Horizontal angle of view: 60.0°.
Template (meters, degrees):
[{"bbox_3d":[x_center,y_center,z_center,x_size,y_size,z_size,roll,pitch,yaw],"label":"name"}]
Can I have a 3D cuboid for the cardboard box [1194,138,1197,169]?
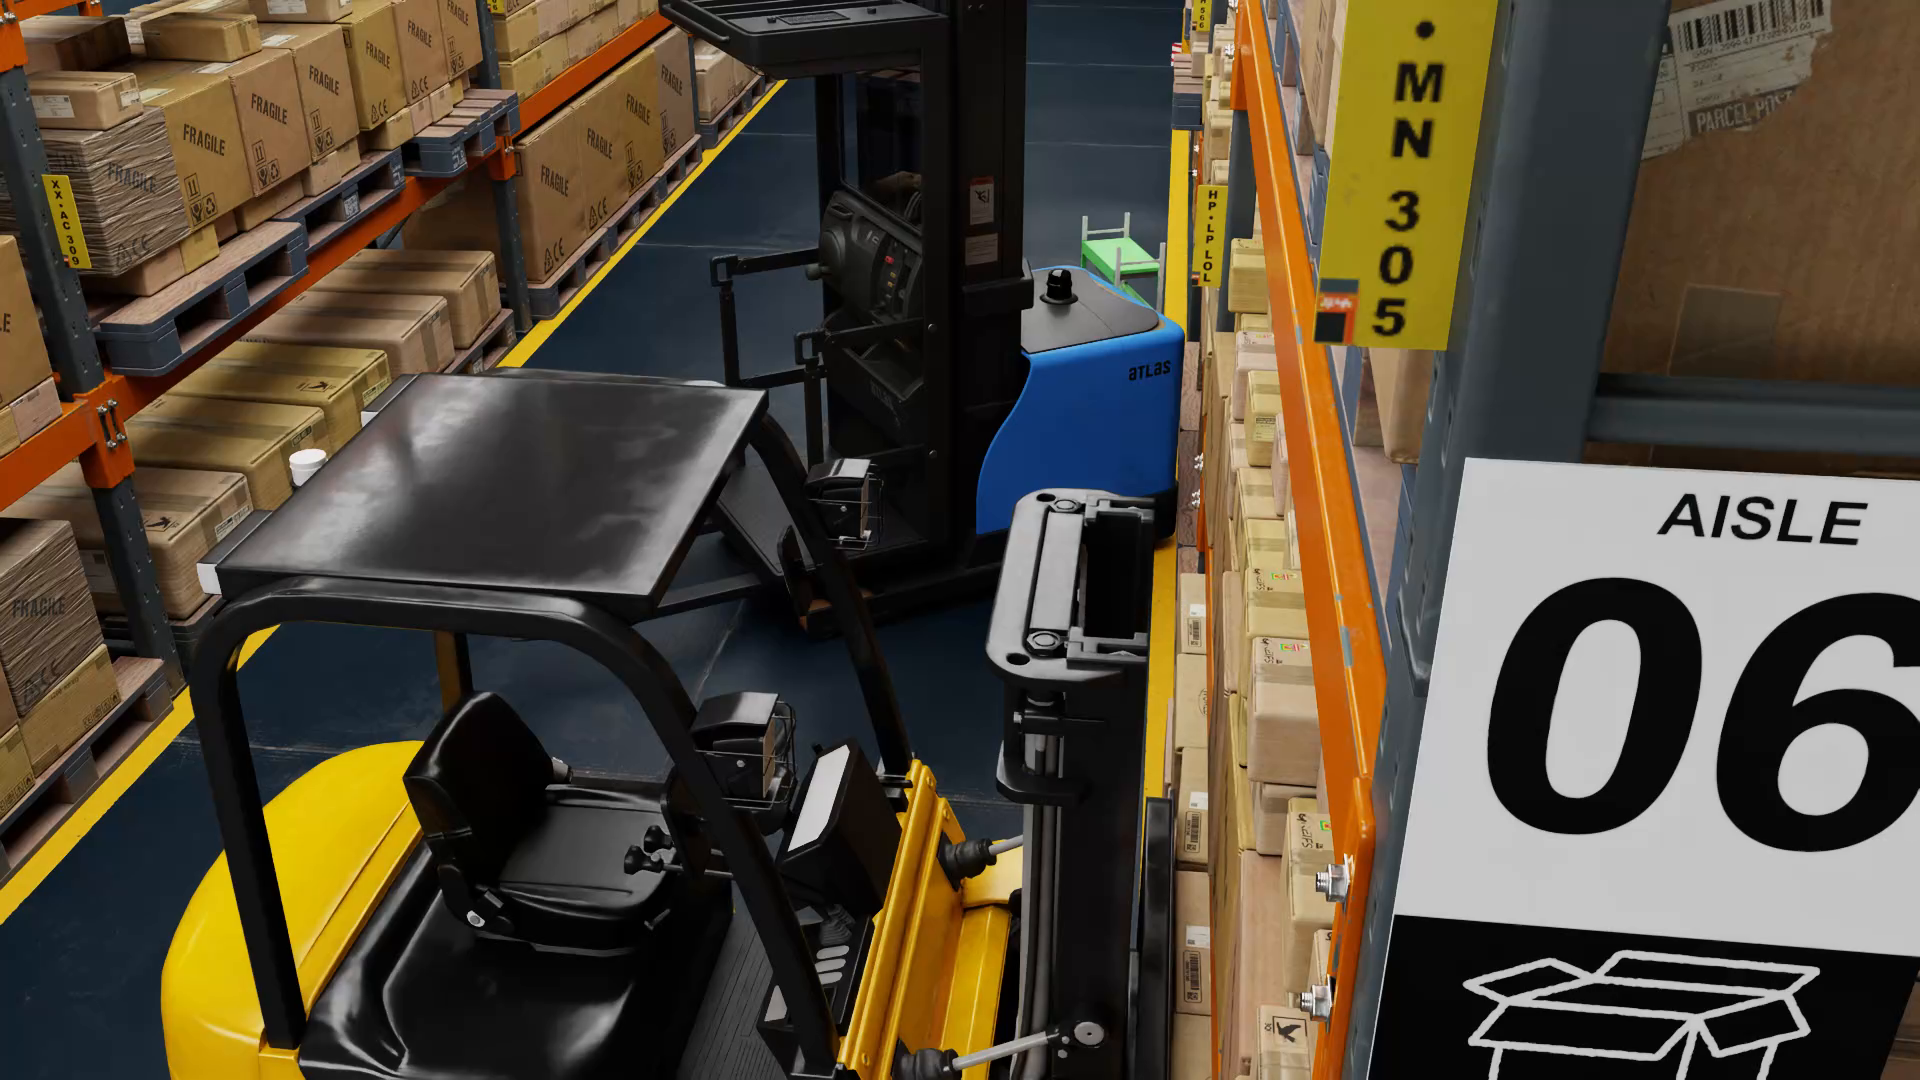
[{"bbox_3d":[1.967,-2.833,12.039,0.500,0.500,0.500,3,28,6],"label":"cardboard box"}]

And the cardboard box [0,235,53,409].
[{"bbox_3d":[-3.409,-0.687,5.443,0.500,0.500,0.500,3,28,5],"label":"cardboard box"}]

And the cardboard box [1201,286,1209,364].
[{"bbox_3d":[1.183,-0.872,6.364,0.500,0.250,0.500,3,28,6],"label":"cardboard box"}]

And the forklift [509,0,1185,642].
[{"bbox_3d":[-0.558,-1.159,6.811,3.031,2.935,1.130,-13,31,-23],"label":"forklift"}]

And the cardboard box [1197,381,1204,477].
[{"bbox_3d":[1.571,-0.553,7.675,0.875,0.625,0.625,2,28,4],"label":"cardboard box"}]

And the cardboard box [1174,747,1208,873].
[{"bbox_3d":[0.832,0.821,4.465,0.500,0.250,0.500,4,29,8],"label":"cardboard box"}]

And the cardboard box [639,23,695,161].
[{"bbox_3d":[-2.618,-3.454,12.796,0.875,0.875,0.875,4,29,8],"label":"cardboard box"}]

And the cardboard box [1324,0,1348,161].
[{"bbox_3d":[0.666,-0.583,2.101,0.396,0.266,0.258,3,29,6],"label":"cardboard box"}]

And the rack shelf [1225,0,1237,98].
[{"bbox_3d":[1.570,-2.394,6.627,1.077,0.370,4.000,3,28,6],"label":"rack shelf"}]

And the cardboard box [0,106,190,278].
[{"bbox_3d":[-3.259,-1.299,6.137,0.500,0.500,0.500,4,29,7],"label":"cardboard box"}]

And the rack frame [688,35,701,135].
[{"bbox_3d":[-2.621,-4.501,12.942,1.000,3.000,0.127,3,28,6],"label":"rack frame"}]

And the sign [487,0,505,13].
[{"bbox_3d":[-2.572,-3.066,9.141,0.100,0.325,0.005,3,28,6],"label":"sign"}]

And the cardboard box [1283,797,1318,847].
[{"bbox_3d":[0.736,0.568,2.743,0.380,0.149,0.250,3,28,6],"label":"cardboard box"}]

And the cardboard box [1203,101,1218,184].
[{"bbox_3d":[1.374,-1.810,7.578,0.500,0.250,0.500,3,28,5],"label":"cardboard box"}]

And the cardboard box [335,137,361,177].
[{"bbox_3d":[-3.029,-1.791,7.733,0.380,0.149,0.250,2,28,5],"label":"cardboard box"}]

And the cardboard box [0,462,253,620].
[{"bbox_3d":[-3.540,-0.010,6.935,0.950,0.372,0.625,4,29,7],"label":"cardboard box"}]

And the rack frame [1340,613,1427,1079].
[{"bbox_3d":[0.835,1.434,1.925,1.000,3.000,0.127,3,28,6],"label":"rack frame"}]

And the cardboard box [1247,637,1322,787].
[{"bbox_3d":[0.700,0.308,2.912,0.380,0.149,0.250,4,29,7],"label":"cardboard box"}]

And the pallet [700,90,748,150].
[{"bbox_3d":[-2.450,-3.627,14.260,1.003,0.211,1.213,3,28,6],"label":"pallet"}]

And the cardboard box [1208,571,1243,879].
[{"bbox_3d":[0.821,0.421,3.700,0.500,0.500,0.500,4,29,7],"label":"cardboard box"}]

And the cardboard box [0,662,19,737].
[{"bbox_3d":[-3.468,0.494,5.337,0.500,0.500,0.500,4,29,7],"label":"cardboard box"}]

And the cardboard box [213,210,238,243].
[{"bbox_3d":[-3.222,-1.306,6.834,0.380,0.149,0.250,5,29,9],"label":"cardboard box"}]

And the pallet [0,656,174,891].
[{"bbox_3d":[-3.649,0.810,6.023,1.003,0.211,1.213,3,28,6],"label":"pallet"}]

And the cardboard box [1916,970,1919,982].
[{"bbox_3d":[1.172,0.582,2.405,0.380,0.149,0.250,4,29,7],"label":"cardboard box"}]

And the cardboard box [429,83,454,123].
[{"bbox_3d":[-2.865,-2.273,8.629,0.380,0.149,0.250,3,28,6],"label":"cardboard box"}]

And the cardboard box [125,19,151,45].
[{"bbox_3d":[-3.581,-2.049,7.528,0.500,0.500,0.500,2,28,4],"label":"cardboard box"}]

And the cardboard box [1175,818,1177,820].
[{"bbox_3d":[0.900,0.804,5.025,0.500,0.250,0.500,3,28,6],"label":"cardboard box"}]

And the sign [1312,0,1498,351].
[{"bbox_3d":[0.298,-0.279,1.093,0.100,0.325,0.005,3,28,6],"label":"sign"}]

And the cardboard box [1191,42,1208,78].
[{"bbox_3d":[1.515,-2.737,9.491,0.380,0.149,0.250,4,29,7],"label":"cardboard box"}]

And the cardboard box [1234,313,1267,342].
[{"bbox_3d":[1.025,-0.644,4.993,0.380,0.149,0.250,3,28,5],"label":"cardboard box"}]

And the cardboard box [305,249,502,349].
[{"bbox_3d":[-3.191,-1.381,9.478,0.950,0.372,0.625,1,28,3],"label":"cardboard box"}]

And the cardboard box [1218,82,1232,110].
[{"bbox_3d":[1.336,-1.920,7.362,0.380,0.149,0.250,4,29,7],"label":"cardboard box"}]

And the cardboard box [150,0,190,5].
[{"bbox_3d":[-7.522,-5.089,15.970,0.380,0.149,0.250,4,29,8],"label":"cardboard box"}]

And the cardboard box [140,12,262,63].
[{"bbox_3d":[-3.162,-2.099,6.938,0.380,0.149,0.250,5,29,9],"label":"cardboard box"}]

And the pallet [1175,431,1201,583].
[{"bbox_3d":[1.524,-0.146,7.799,1.003,0.211,1.213,3,28,6],"label":"pallet"}]

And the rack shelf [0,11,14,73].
[{"bbox_3d":[-3.847,-0.798,3.664,1.077,0.370,4.000,3,28,6],"label":"rack shelf"}]

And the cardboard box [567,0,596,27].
[{"bbox_3d":[-2.666,-3.474,10.666,0.500,0.250,0.500,3,28,6],"label":"cardboard box"}]

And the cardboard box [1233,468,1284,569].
[{"bbox_3d":[0.840,-0.043,3.877,0.380,0.149,0.250,2,28,5],"label":"cardboard box"}]

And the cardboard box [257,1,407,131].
[{"bbox_3d":[-3.004,-2.266,7.932,0.500,0.500,0.500,1,28,3],"label":"cardboard box"}]

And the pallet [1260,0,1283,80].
[{"bbox_3d":[1.246,-1.327,3.982,1.003,0.211,1.213,3,28,6],"label":"pallet"}]

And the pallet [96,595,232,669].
[{"bbox_3d":[-3.508,0.126,7.294,1.003,0.211,1.213,3,28,6],"label":"pallet"}]

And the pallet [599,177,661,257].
[{"bbox_3d":[-2.788,-2.330,11.852,1.003,0.211,1.213,3,28,6],"label":"pallet"}]

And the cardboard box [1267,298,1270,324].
[{"bbox_3d":[1.067,-0.647,4.685,0.380,0.149,0.250,4,29,7],"label":"cardboard box"}]

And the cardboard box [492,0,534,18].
[{"bbox_3d":[-2.808,-3.320,9.591,0.500,0.500,0.500,2,28,5],"label":"cardboard box"}]

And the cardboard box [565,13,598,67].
[{"bbox_3d":[-2.686,-3.257,10.792,0.500,0.250,0.500,4,29,8],"label":"cardboard box"}]

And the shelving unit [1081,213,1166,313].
[{"bbox_3d":[0.784,-0.962,8.270,0.258,1.200,0.503,-7,29,-13],"label":"shelving unit"}]

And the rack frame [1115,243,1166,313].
[{"bbox_3d":[0.847,-0.850,8.063,0.240,1.200,0.015,-7,29,-13],"label":"rack frame"}]

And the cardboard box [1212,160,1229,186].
[{"bbox_3d":[1.143,-1.318,6.245,0.380,0.149,0.250,2,28,5],"label":"cardboard box"}]

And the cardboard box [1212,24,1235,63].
[{"bbox_3d":[1.484,-2.528,8.491,0.380,0.149,0.250,4,29,8],"label":"cardboard box"}]

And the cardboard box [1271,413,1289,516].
[{"bbox_3d":[0.913,-0.165,3.792,0.380,0.149,0.250,3,28,6],"label":"cardboard box"}]
